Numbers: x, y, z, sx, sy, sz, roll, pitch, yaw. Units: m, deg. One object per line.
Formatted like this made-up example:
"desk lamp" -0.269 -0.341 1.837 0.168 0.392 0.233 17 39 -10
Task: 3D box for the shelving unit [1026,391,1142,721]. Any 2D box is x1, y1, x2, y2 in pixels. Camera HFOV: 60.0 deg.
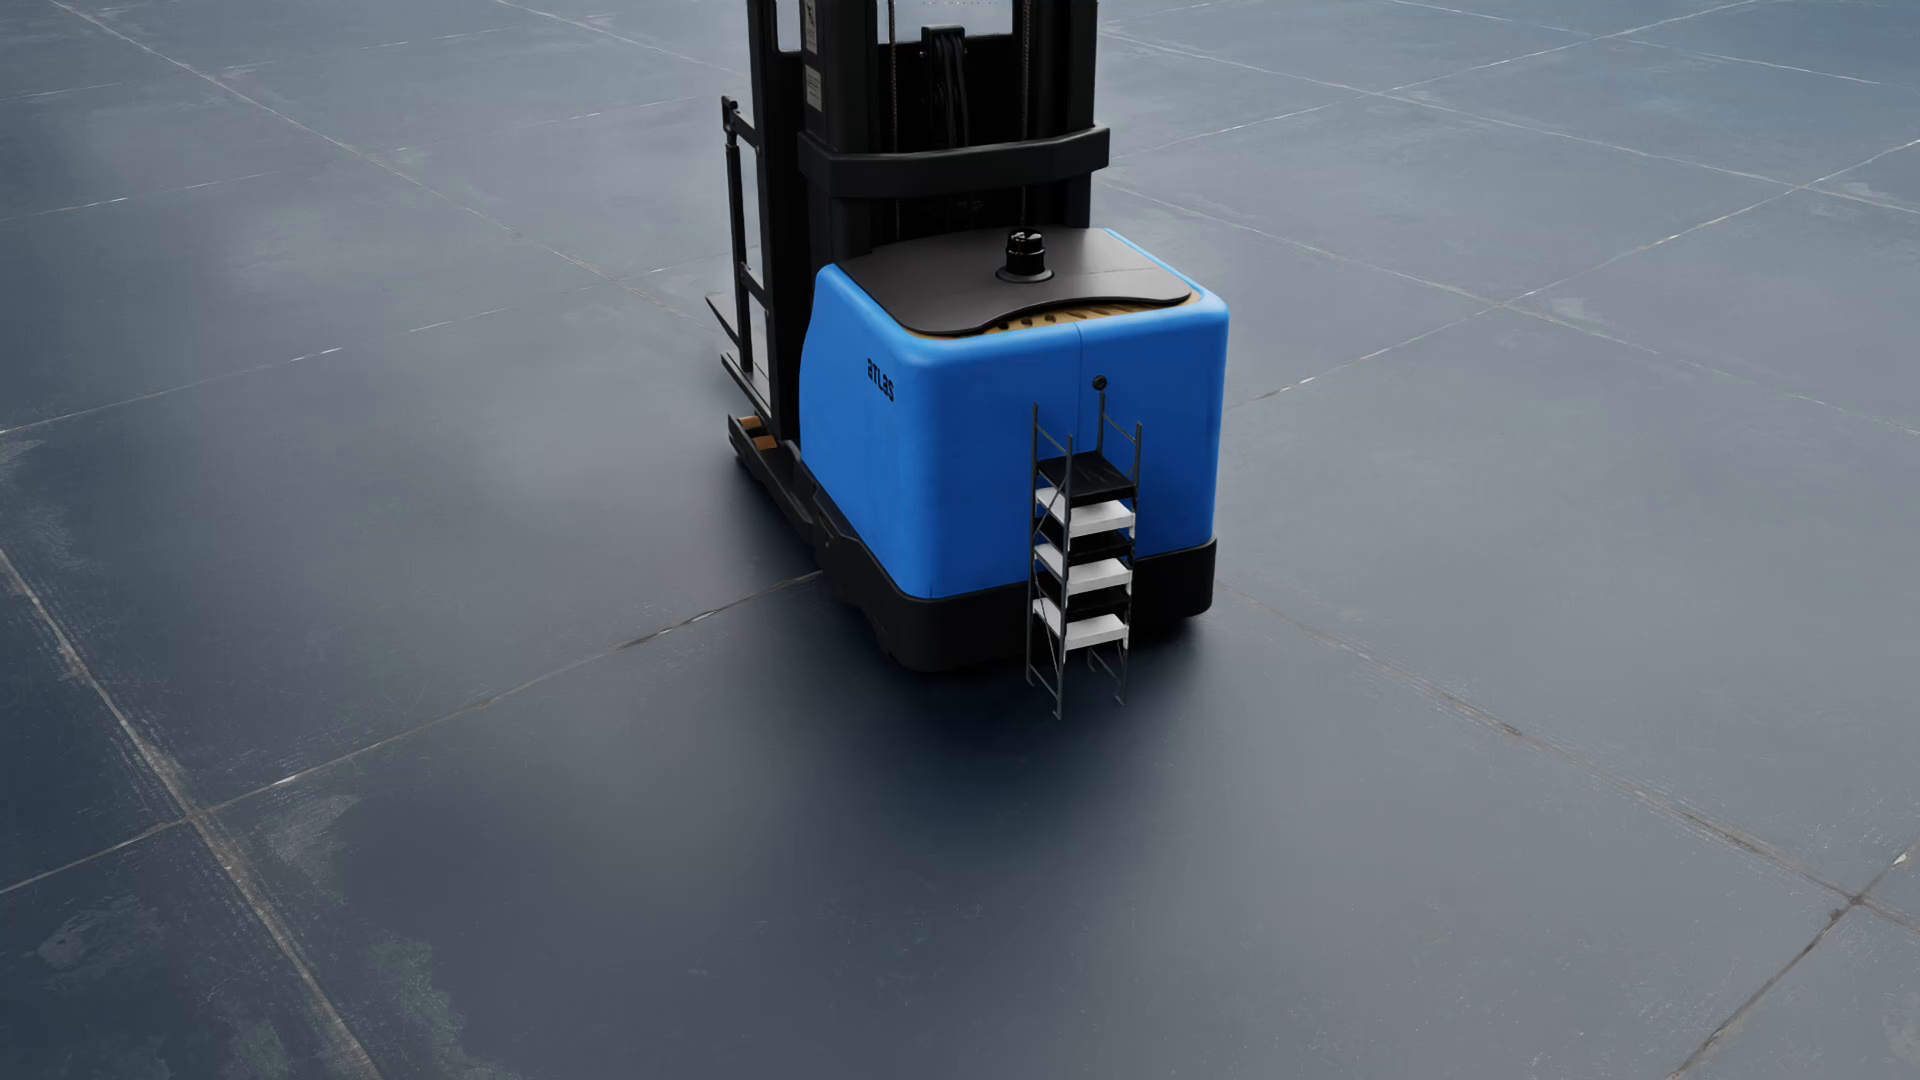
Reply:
"shelving unit" 0.340 0.054 4.692 0.210 0.900 0.258 -11 30 -19

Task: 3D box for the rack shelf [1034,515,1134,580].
"rack shelf" 0.340 0.004 4.665 0.200 0.077 0.258 -11 30 -19

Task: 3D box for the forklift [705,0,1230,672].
"forklift" -0.232 -1.580 5.597 1.130 2.935 3.031 -11 30 -19

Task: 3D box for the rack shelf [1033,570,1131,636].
"rack shelf" 0.340 0.162 4.751 0.200 0.077 0.258 -11 30 -19

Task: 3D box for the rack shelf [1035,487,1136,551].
"rack shelf" 0.340 -0.075 4.622 0.200 0.077 0.258 -11 30 -19

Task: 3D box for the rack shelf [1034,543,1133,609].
"rack shelf" 0.340 0.083 4.708 0.200 0.077 0.258 -11 30 -19

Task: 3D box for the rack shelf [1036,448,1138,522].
"rack shelf" 0.341 -0.154 4.579 0.200 0.077 0.258 -11 30 -19

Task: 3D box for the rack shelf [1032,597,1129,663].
"rack shelf" 0.340 0.241 4.794 0.200 0.077 0.258 -11 30 -19

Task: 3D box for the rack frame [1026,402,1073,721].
"rack frame" 0.246 0.072 4.658 0.006 0.900 0.240 -11 30 -19

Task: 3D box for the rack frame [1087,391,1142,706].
"rack frame" 0.434 0.036 4.726 0.006 0.900 0.240 -11 30 -19
